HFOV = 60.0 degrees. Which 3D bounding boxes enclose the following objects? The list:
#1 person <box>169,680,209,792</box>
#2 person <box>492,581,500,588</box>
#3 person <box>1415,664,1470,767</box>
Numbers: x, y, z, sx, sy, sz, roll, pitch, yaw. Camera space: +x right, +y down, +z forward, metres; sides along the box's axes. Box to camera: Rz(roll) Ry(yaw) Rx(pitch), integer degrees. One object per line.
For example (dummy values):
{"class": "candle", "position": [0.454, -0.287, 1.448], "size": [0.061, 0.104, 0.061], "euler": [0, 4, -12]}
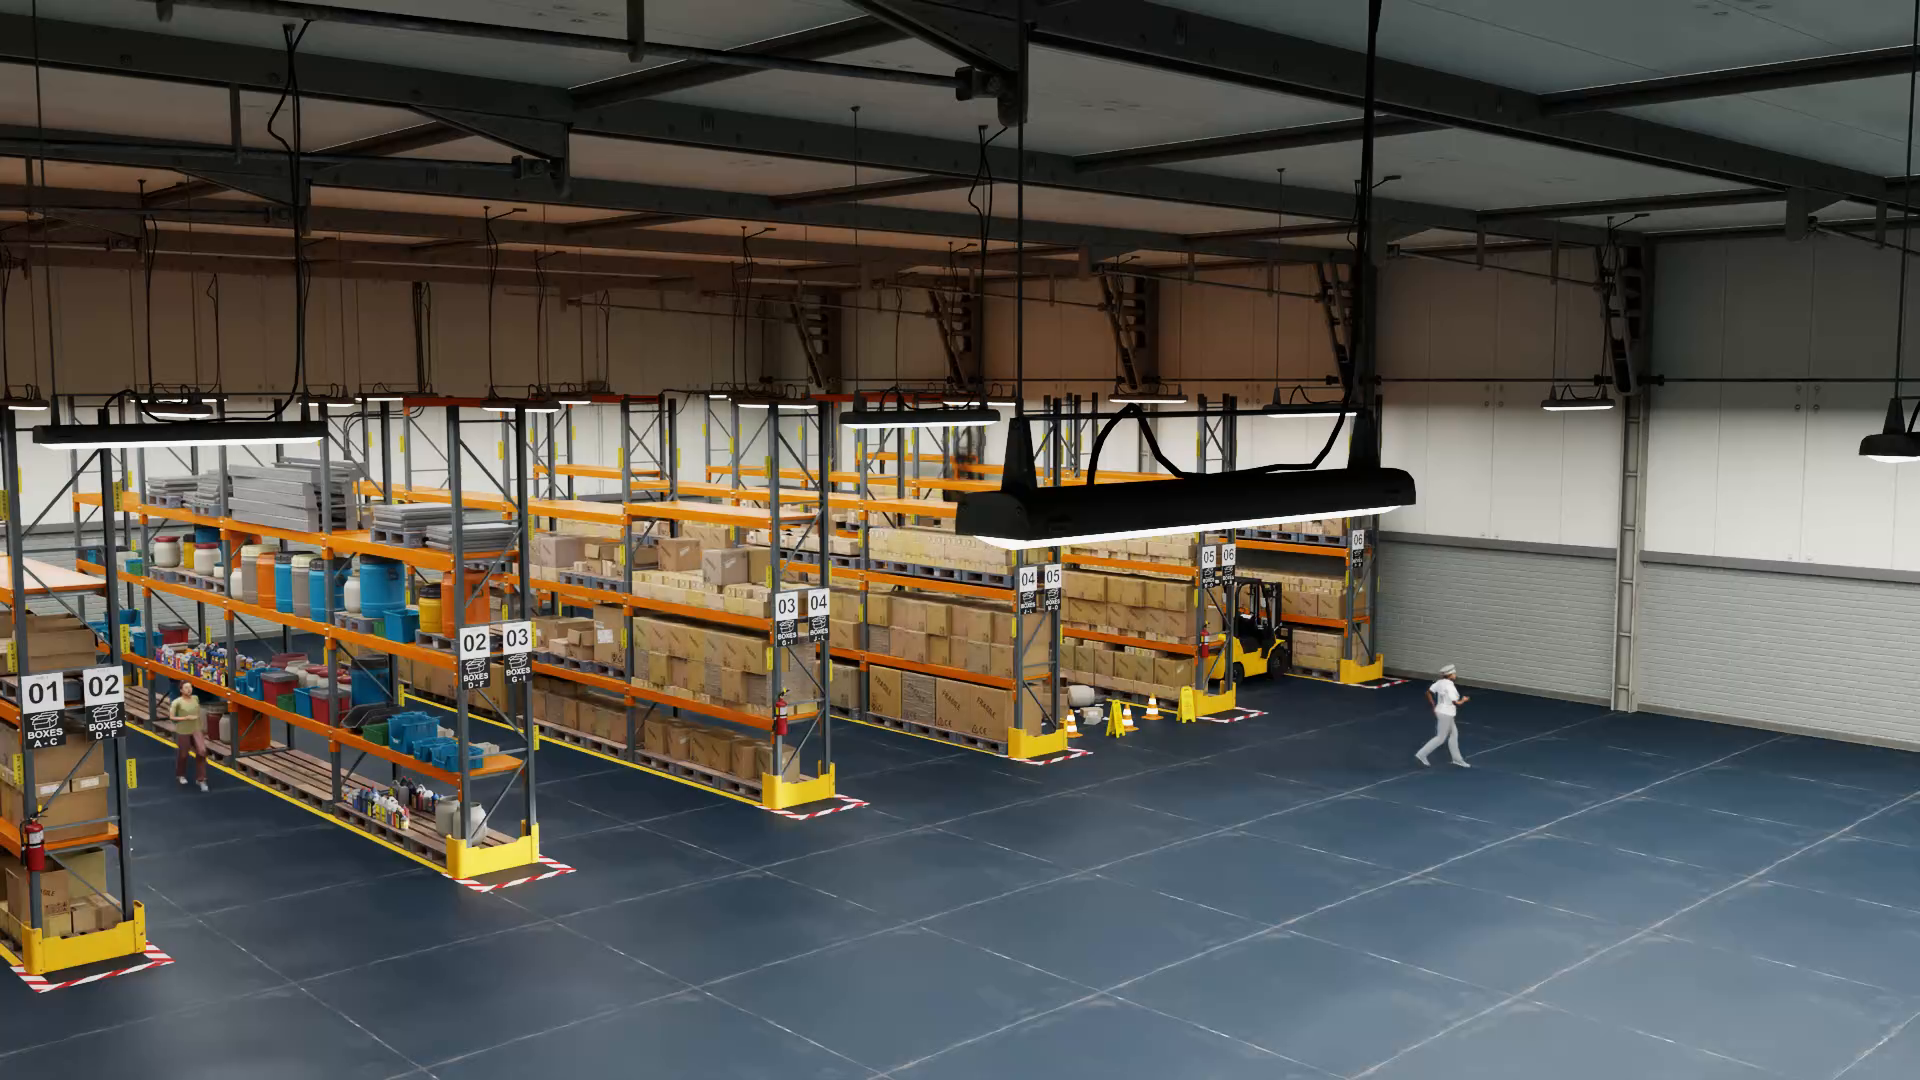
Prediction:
{"class": "person", "position": [-11.950, 3.008, 25.711], "size": [0.796, 1.718, 0.563], "euler": [5, 8, 43]}
{"class": "person", "position": [-10.989, 1.746, 39.283], "size": [0.676, 1.627, 0.628], "euler": [2, 6, 16]}
{"class": "person", "position": [7.846, 2.864, 26.975], "size": [0.929, 1.687, 0.566], "euler": [0, 6, -2]}
